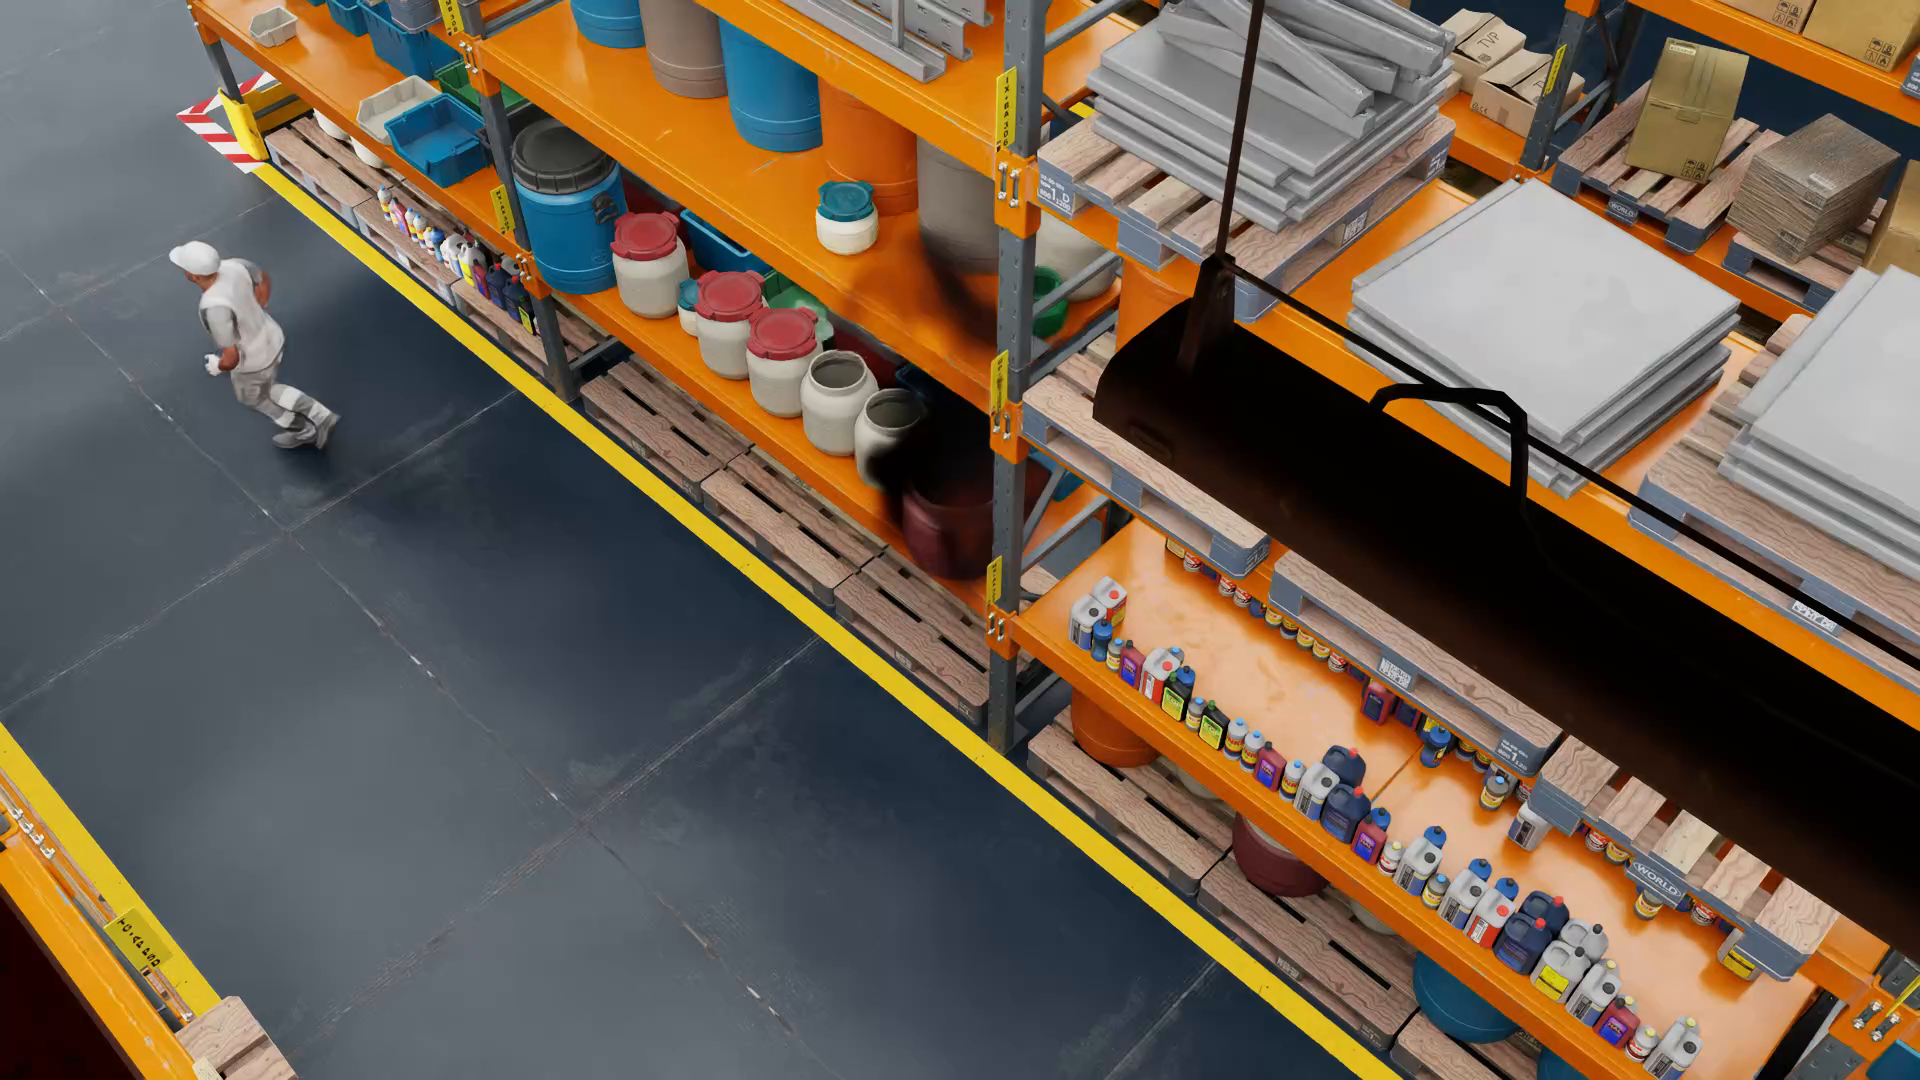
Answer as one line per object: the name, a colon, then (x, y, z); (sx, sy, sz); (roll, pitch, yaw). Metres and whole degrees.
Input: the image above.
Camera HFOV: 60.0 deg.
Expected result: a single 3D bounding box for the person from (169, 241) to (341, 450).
person: (-4.269, -1.157, 10.235); (0.620, 1.734, 0.701); (6, 50, 5)
